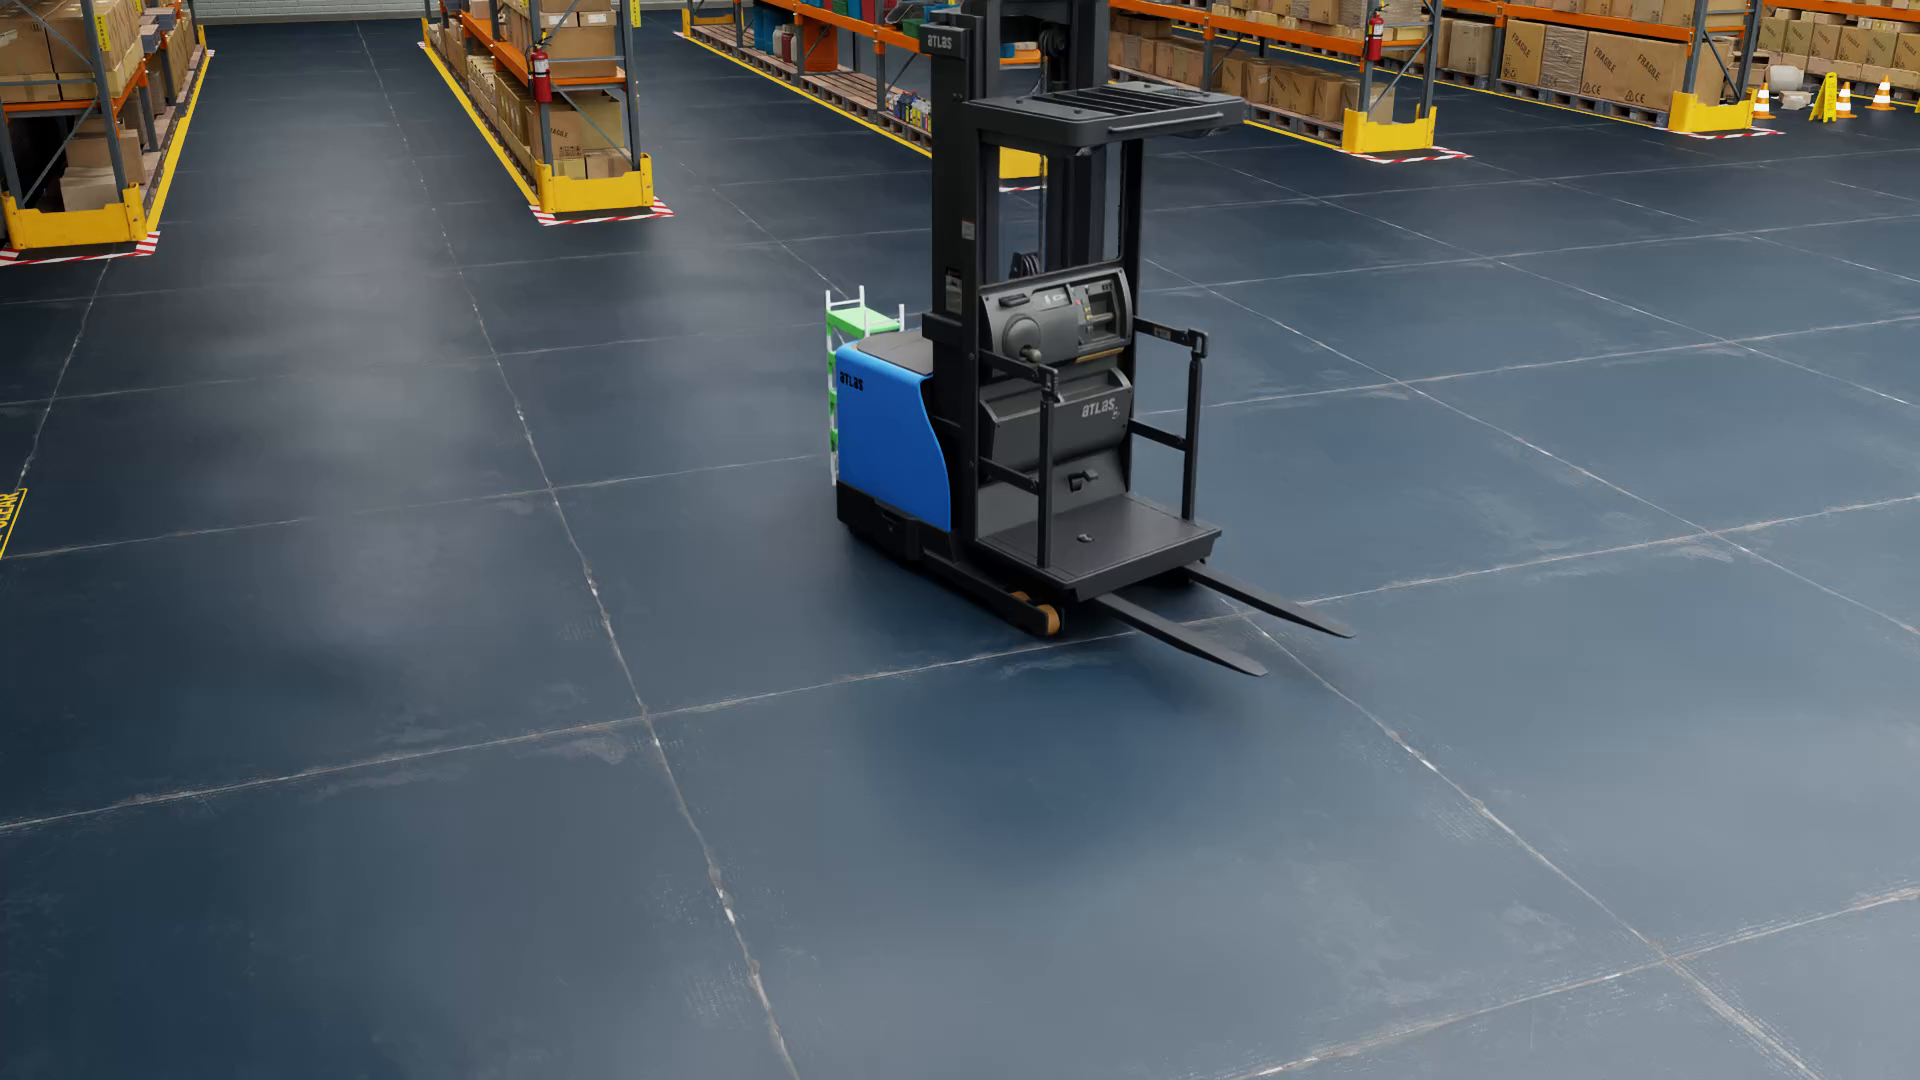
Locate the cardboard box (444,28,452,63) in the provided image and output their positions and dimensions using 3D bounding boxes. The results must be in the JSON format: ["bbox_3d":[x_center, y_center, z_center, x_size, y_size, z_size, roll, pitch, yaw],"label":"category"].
[{"bbox_3d":[-8.157,-8.133,27.336,0.500,0.500,0.500,-9,25,-21],"label":"cardboard box"}]

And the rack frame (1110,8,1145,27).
[{"bbox_3d":[2.583,-9.196,27.206,1.000,3.000,0.127,-8,24,-19],"label":"rack frame"}]

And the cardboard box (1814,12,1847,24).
[{"bbox_3d":[13.492,-8.084,25.767,0.380,0.149,0.250,-7,24,-16],"label":"cardboard box"}]

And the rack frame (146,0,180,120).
[{"bbox_3d":[-11.319,-7.157,22.369,1.000,3.000,0.127,-8,24,-19],"label":"rack frame"}]

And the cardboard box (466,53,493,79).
[{"bbox_3d":[-6.776,-6.792,23.781,0.500,0.311,0.500,-7,24,-17],"label":"cardboard box"}]

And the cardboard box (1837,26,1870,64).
[{"bbox_3d":[13.793,-7.550,25.334,0.500,0.500,0.500,-9,24,-20],"label":"cardboard box"}]

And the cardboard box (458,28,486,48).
[{"bbox_3d":[-7.260,-7.562,25.016,0.500,0.250,0.500,-7,24,-17],"label":"cardboard box"}]

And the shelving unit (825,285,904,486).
[{"bbox_3d":[-0.544,-0.820,9.651,0.258,1.200,0.503,-13,26,-28],"label":"shelving unit"}]

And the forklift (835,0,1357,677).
[{"bbox_3d":[0.622,-1.090,8.062,1.130,2.935,3.031,-17,28,-35],"label":"forklift"}]

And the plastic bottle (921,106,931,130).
[{"bbox_3d":[-0.396,-5.310,20.927,0.152,0.276,0.135,-9,24,-20],"label":"plastic bottle"}]

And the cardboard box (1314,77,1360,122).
[{"bbox_3d":[4.960,-5.772,21.761,0.500,0.500,0.500,-2,23,-5],"label":"cardboard box"}]

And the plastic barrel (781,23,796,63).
[{"bbox_3d":[-2.639,-8.184,27.370,0.600,0.588,0.708,-8,24,-19],"label":"plastic barrel"}]

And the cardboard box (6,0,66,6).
[{"bbox_3d":[-9.392,-5.232,17.004,0.500,0.500,0.500,-8,24,-18],"label":"cardboard box"}]

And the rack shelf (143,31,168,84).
[{"bbox_3d":[-10.613,-6.099,20.784,1.077,0.370,4.000,-8,24,-19],"label":"rack shelf"}]

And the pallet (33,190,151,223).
[{"bbox_3d":[-8.774,-3.293,16.791,1.003,0.211,1.213,-8,24,-19],"label":"pallet"}]

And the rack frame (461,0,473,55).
[{"bbox_3d":[-6.686,-7.838,23.984,1.000,3.000,0.127,-8,24,-19],"label":"rack frame"}]

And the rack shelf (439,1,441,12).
[{"bbox_3d":[-8.806,-9.687,29.297,1.077,0.370,4.000,-8,24,-19],"label":"rack shelf"}]

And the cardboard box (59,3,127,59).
[{"bbox_3d":[-8.723,-5.120,16.738,0.500,0.500,0.500,-9,25,-21],"label":"cardboard box"}]

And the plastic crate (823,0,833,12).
[{"bbox_3d":[-1.767,-7.917,24.089,0.402,0.464,0.583,-8,24,-19],"label":"plastic crate"}]

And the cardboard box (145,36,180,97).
[{"bbox_3d":[-11.456,-6.645,23.381,0.750,0.750,0.750,-9,24,-20],"label":"cardboard box"}]

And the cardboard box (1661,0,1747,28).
[{"bbox_3d":[9.911,-7.131,22.113,0.875,0.550,0.550,-8,24,-19],"label":"cardboard box"}]

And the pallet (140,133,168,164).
[{"bbox_3d":[-10.183,-4.701,20.133,1.003,0.211,1.213,-8,24,-19],"label":"pallet"}]

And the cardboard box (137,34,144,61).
[{"bbox_3d":[-9.455,-5.513,18.636,0.500,0.250,0.500,-8,24,-19],"label":"cardboard box"}]

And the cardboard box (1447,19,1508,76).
[{"bbox_3d":[8.368,-7.756,26.146,1.050,0.750,0.750,-8,24,-19],"label":"cardboard box"}]

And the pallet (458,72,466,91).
[{"bbox_3d":[-7.342,-7.272,26.232,1.003,0.211,1.213,-8,24,-19],"label":"pallet"}]

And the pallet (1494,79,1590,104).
[{"bbox_3d":[8.867,-6.814,25.146,1.003,0.211,1.213,-8,24,-19],"label":"pallet"}]

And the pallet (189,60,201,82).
[{"bbox_3d":[-12.928,-7.612,27.040,1.003,0.211,1.213,-8,24,-19],"label":"pallet"}]

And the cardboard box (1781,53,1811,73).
[{"bbox_3d":[13.422,-7.585,26.383,0.500,0.250,0.500,-7,24,-16],"label":"cardboard box"}]

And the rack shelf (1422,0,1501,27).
[{"bbox_3d":[7.965,-8.782,27.149,1.077,0.370,4.000,-8,24,-19],"label":"rack shelf"}]

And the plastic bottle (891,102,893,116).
[{"bbox_3d":[-0.864,-5.726,22.011,0.097,0.201,0.097,0,23,0],"label":"plastic bottle"}]

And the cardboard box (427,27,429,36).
[{"bbox_3d":[-9.686,-9.435,30.876,0.380,0.149,0.250,-8,24,-19],"label":"cardboard box"}]

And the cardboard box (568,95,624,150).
[{"bbox_3d":[-4.020,-4.610,18.360,0.500,0.500,0.500,-8,24,-19],"label":"cardboard box"}]

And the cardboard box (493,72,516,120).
[{"bbox_3d":[-5.402,-5.445,20.341,0.500,0.500,0.500,-8,24,-19],"label":"cardboard box"}]

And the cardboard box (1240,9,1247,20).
[{"bbox_3d":[4.078,-7.238,22.885,0.380,0.149,0.250,-8,24,-19],"label":"cardboard box"}]

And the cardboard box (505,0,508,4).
[{"bbox_3d":[-5.178,-6.421,19.658,0.380,0.149,0.250,-9,24,-20],"label":"cardboard box"}]

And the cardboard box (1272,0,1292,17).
[{"bbox_3d":[4.649,-7.212,21.987,0.875,0.500,0.500,-8,24,-19],"label":"cardboard box"}]

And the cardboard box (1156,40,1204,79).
[{"bbox_3d":[3.450,-7.399,25.594,0.700,0.500,0.500,-11,25,-24],"label":"cardboard box"}]

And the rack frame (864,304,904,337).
[{"bbox_3d":[-0.421,-0.738,9.457,0.240,1.200,0.015,-13,26,-28],"label":"rack frame"}]

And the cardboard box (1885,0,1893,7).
[{"bbox_3d":[14.005,-8.014,24.726,0.380,0.149,0.250,-8,24,-18],"label":"cardboard box"}]

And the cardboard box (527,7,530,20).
[{"bbox_3d":[-4.445,-5.668,17.873,0.380,0.149,0.250,-8,24,-18],"label":"cardboard box"}]

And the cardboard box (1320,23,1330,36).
[{"bbox_3d":[4.817,-6.516,21.172,0.380,0.149,0.250,-8,24,-19],"label":"cardboard box"}]

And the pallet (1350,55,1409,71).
[{"bbox_3d":[7.466,-8.258,28.571,1.003,0.211,1.213,-8,24,-19],"label":"pallet"}]

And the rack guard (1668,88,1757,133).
[{"bbox_3d":[10.093,-5.772,22.302,1.175,0.500,0.348,-8,24,-19],"label":"rack guard"}]

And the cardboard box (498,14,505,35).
[{"bbox_3d":[-5.756,-6.617,21.260,0.396,0.266,0.258,-9,24,-20],"label":"cardboard box"}]

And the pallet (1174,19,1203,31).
[{"bbox_3d":[5.140,-10.691,34.344,1.003,0.211,1.213,-8,24,-19],"label":"pallet"}]

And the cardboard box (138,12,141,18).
[{"bbox_3d":[-10.683,-6.787,20.795,0.700,0.500,0.500,-8,24,-19],"label":"cardboard box"}]

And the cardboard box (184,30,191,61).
[{"bbox_3d":[-13.075,-8.121,27.333,0.700,0.500,0.500,-9,24,-20],"label":"cardboard box"}]

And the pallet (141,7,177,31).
[{"bbox_3d":[-10.968,-6.824,21.826,1.213,0.211,1.003,-8,24,-19],"label":"pallet"}]

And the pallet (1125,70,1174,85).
[{"bbox_3d":[3.284,-7.184,26.023,1.003,0.211,1.213,-8,24,-19],"label":"pallet"}]

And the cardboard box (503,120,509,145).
[{"bbox_3d":[-5.221,-4.919,20.057,0.500,0.250,0.500,-8,24,-19],"label":"cardboard box"}]

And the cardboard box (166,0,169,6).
[{"bbox_3d":[-12.015,-8.045,24.774,0.380,0.149,0.250,-8,24,-19],"label":"cardboard box"}]

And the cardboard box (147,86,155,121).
[{"bbox_3d":[-10.741,-5.574,21.264,0.700,0.500,0.500,-8,24,-19],"label":"cardboard box"}]
